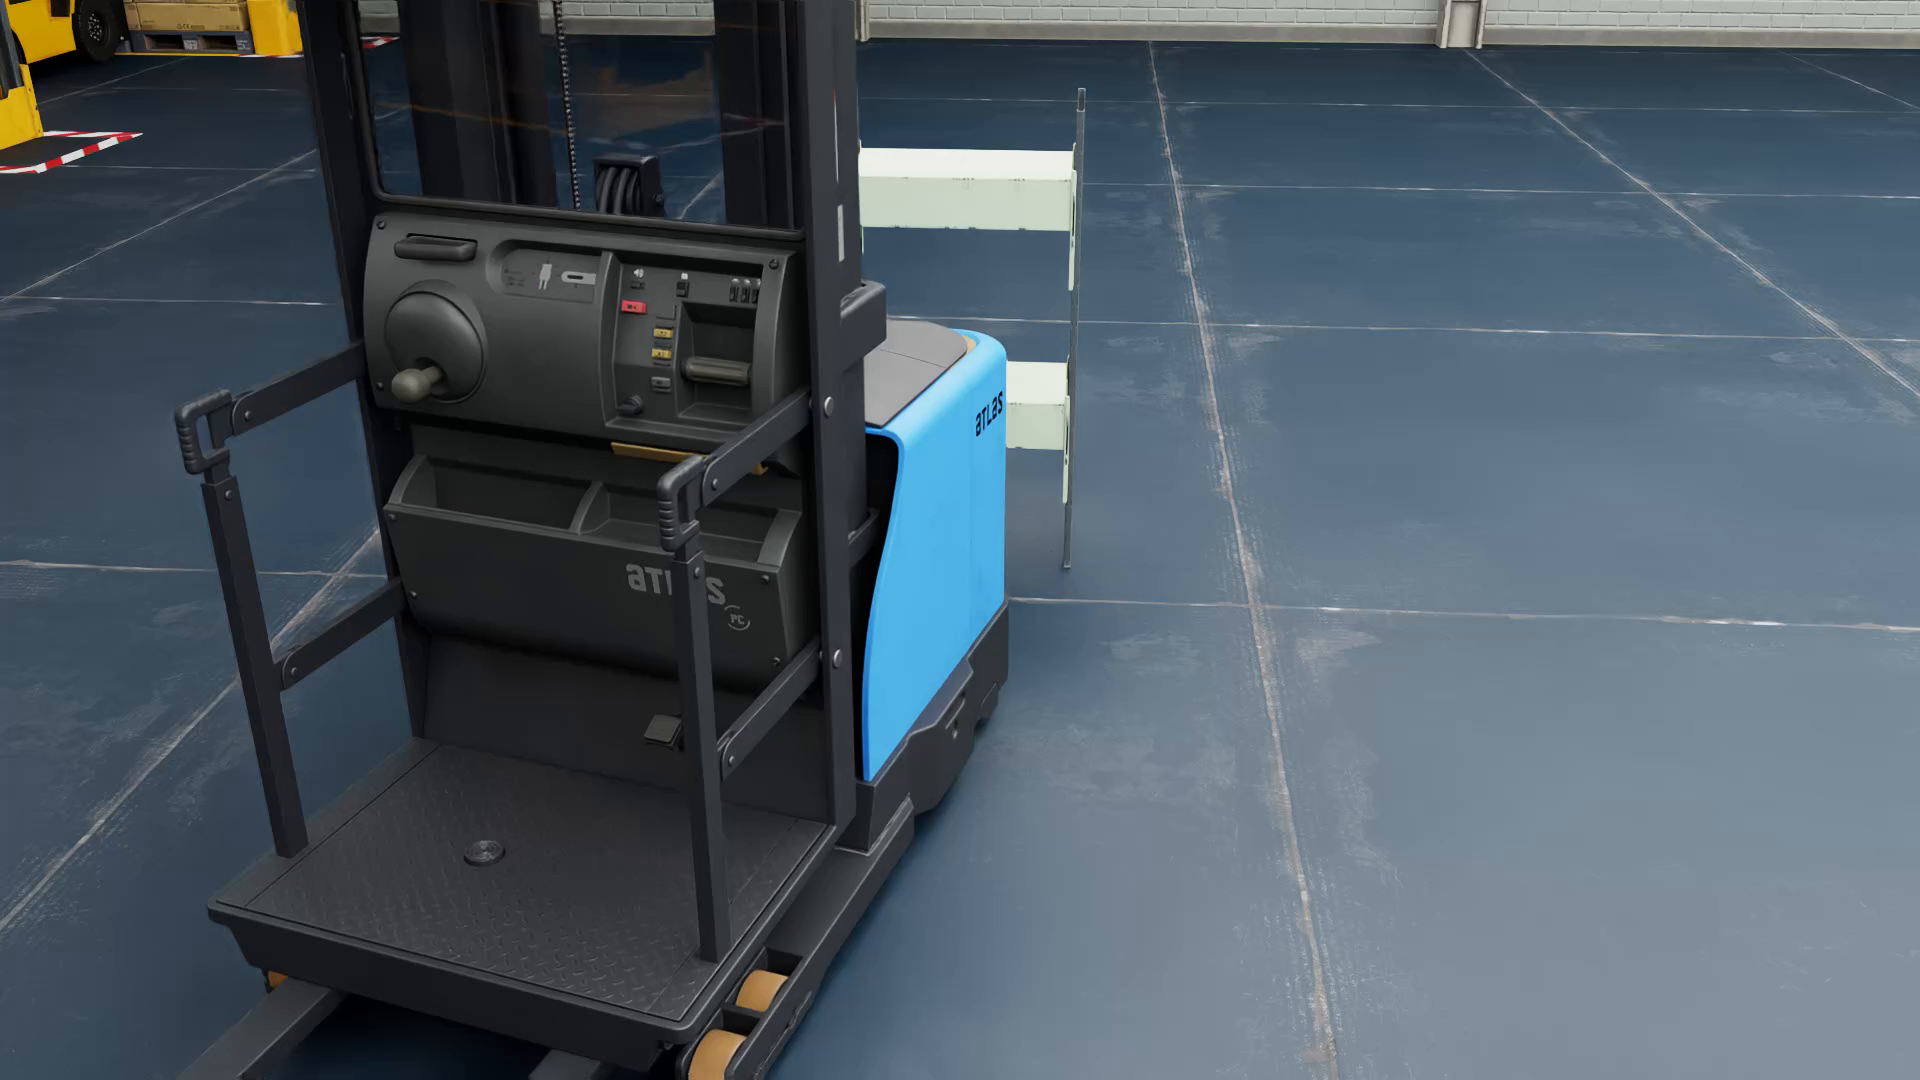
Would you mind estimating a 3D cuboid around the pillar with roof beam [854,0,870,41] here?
[{"bbox_3d":[-1.449,-7.312,10.875,0.400,9.000,9.100,2,25,4],"label":"pillar with roof beam"}]

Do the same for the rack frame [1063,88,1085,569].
[{"bbox_3d":[0.372,-0.669,5.411,0.023,1.500,0.400,2,25,4],"label":"rack frame"}]

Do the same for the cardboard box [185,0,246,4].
[{"bbox_3d":[-6.986,-5.229,15.714,0.500,0.250,0.500,2,25,3],"label":"cardboard box"}]

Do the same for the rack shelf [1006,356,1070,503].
[{"bbox_3d":[0.007,-0.385,5.572,0.720,0.370,0.431,2,25,4],"label":"rack shelf"}]

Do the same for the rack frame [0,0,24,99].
[{"bbox_3d":[-6.853,-4.106,11.085,0.127,3.000,1.000,2,25,4],"label":"rack frame"}]

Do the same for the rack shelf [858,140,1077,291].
[{"bbox_3d":[0.007,-1.036,5.273,0.720,0.370,0.431,2,25,4],"label":"rack shelf"}]

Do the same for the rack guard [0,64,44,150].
[{"bbox_3d":[-6.929,-2.973,11.613,0.348,0.500,1.175,2,25,4],"label":"rack guard"}]

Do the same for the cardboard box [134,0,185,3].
[{"bbox_3d":[-7.485,-5.249,15.759,0.500,0.250,0.500,2,25,3],"label":"cardboard box"}]

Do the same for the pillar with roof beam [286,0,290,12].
[{"bbox_3d":[-7.431,-7.504,11.293,0.400,9.000,9.100,2,25,4],"label":"pillar with roof beam"}]

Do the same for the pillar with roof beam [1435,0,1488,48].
[{"bbox_3d":[4.533,-7.120,10.458,0.400,9.000,9.100,2,25,4],"label":"pillar with roof beam"}]

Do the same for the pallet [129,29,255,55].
[{"bbox_3d":[-7.242,-4.915,16.179,1.213,0.211,1.003,2,25,4],"label":"pallet"}]

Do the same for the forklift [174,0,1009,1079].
[{"bbox_3d":[-0.841,-0.389,3.090,1.130,2.935,3.031,9,26,18],"label":"forklift"}]

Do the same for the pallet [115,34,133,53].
[{"bbox_3d":[-8.455,-4.955,16.267,1.213,0.211,1.003,2,25,4],"label":"pallet"}]

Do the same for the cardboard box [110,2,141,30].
[{"bbox_3d":[-7.962,-5.040,15.901,0.500,0.250,0.500,2,25,5],"label":"cardboard box"}]

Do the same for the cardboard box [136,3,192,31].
[{"bbox_3d":[-7.464,-5.020,15.858,0.500,0.250,0.500,2,25,4],"label":"cardboard box"}]

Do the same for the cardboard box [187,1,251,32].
[{"bbox_3d":[-6.969,-5.000,15.815,0.500,0.250,0.500,2,25,4],"label":"cardboard box"}]

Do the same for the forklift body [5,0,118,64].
[{"bbox_3d":[-8.507,-5.090,14.238,1.214,2.155,2.313,2,25,4],"label":"forklift body"}]

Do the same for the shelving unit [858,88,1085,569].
[{"bbox_3d":[0.007,-0.681,5.436,0.755,1.500,0.431,2,25,4],"label":"shelving unit"}]

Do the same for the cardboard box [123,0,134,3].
[{"bbox_3d":[-8.001,-5.257,15.776,0.500,0.250,0.500,1,25,3],"label":"cardboard box"}]

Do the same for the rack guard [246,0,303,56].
[{"bbox_3d":[-6.453,-5.039,16.102,0.348,0.500,1.175,2,25,4],"label":"rack guard"}]
